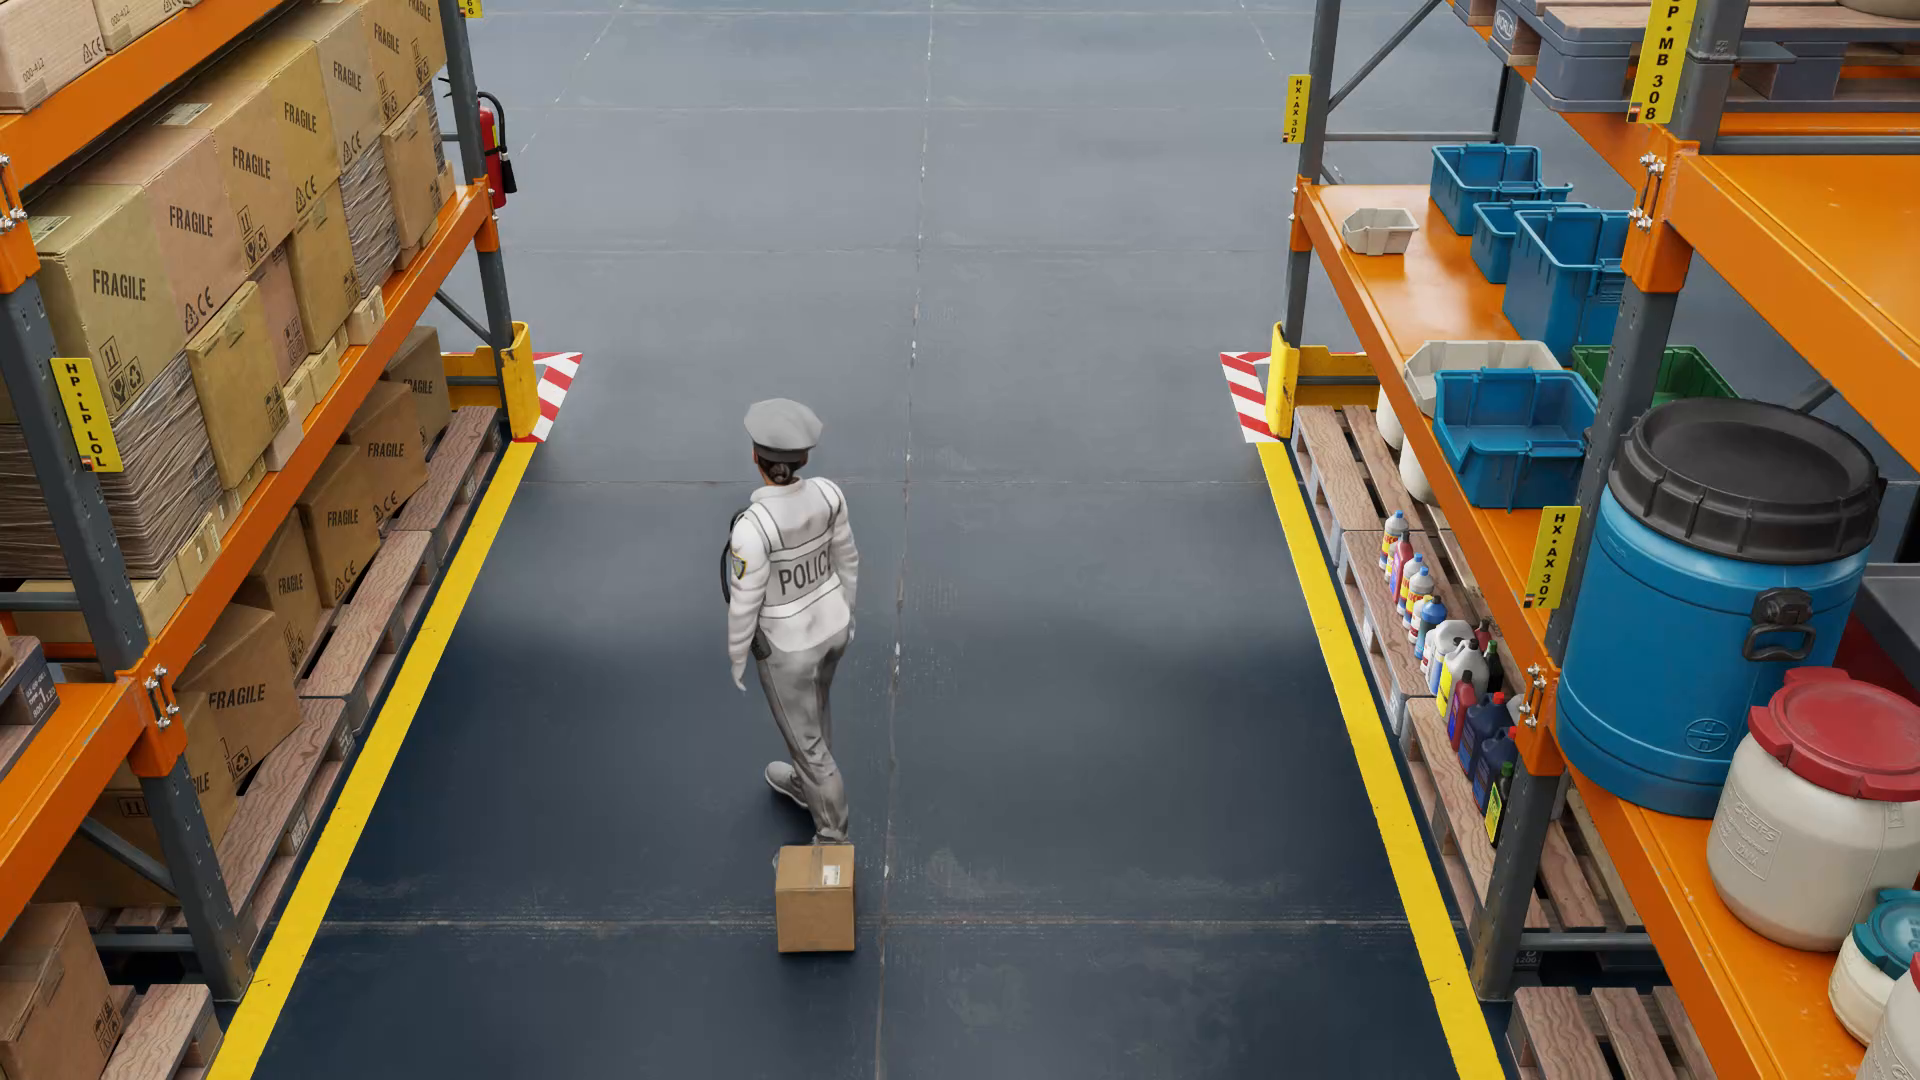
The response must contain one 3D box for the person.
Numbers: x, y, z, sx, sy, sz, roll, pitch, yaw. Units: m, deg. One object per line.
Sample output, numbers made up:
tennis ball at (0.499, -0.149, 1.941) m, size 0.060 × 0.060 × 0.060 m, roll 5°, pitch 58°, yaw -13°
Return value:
person at (-0.561, 0.321, 5.576) m, size 0.582 × 1.656 × 0.529 m, roll 21°, pitch 37°, yaw 30°
